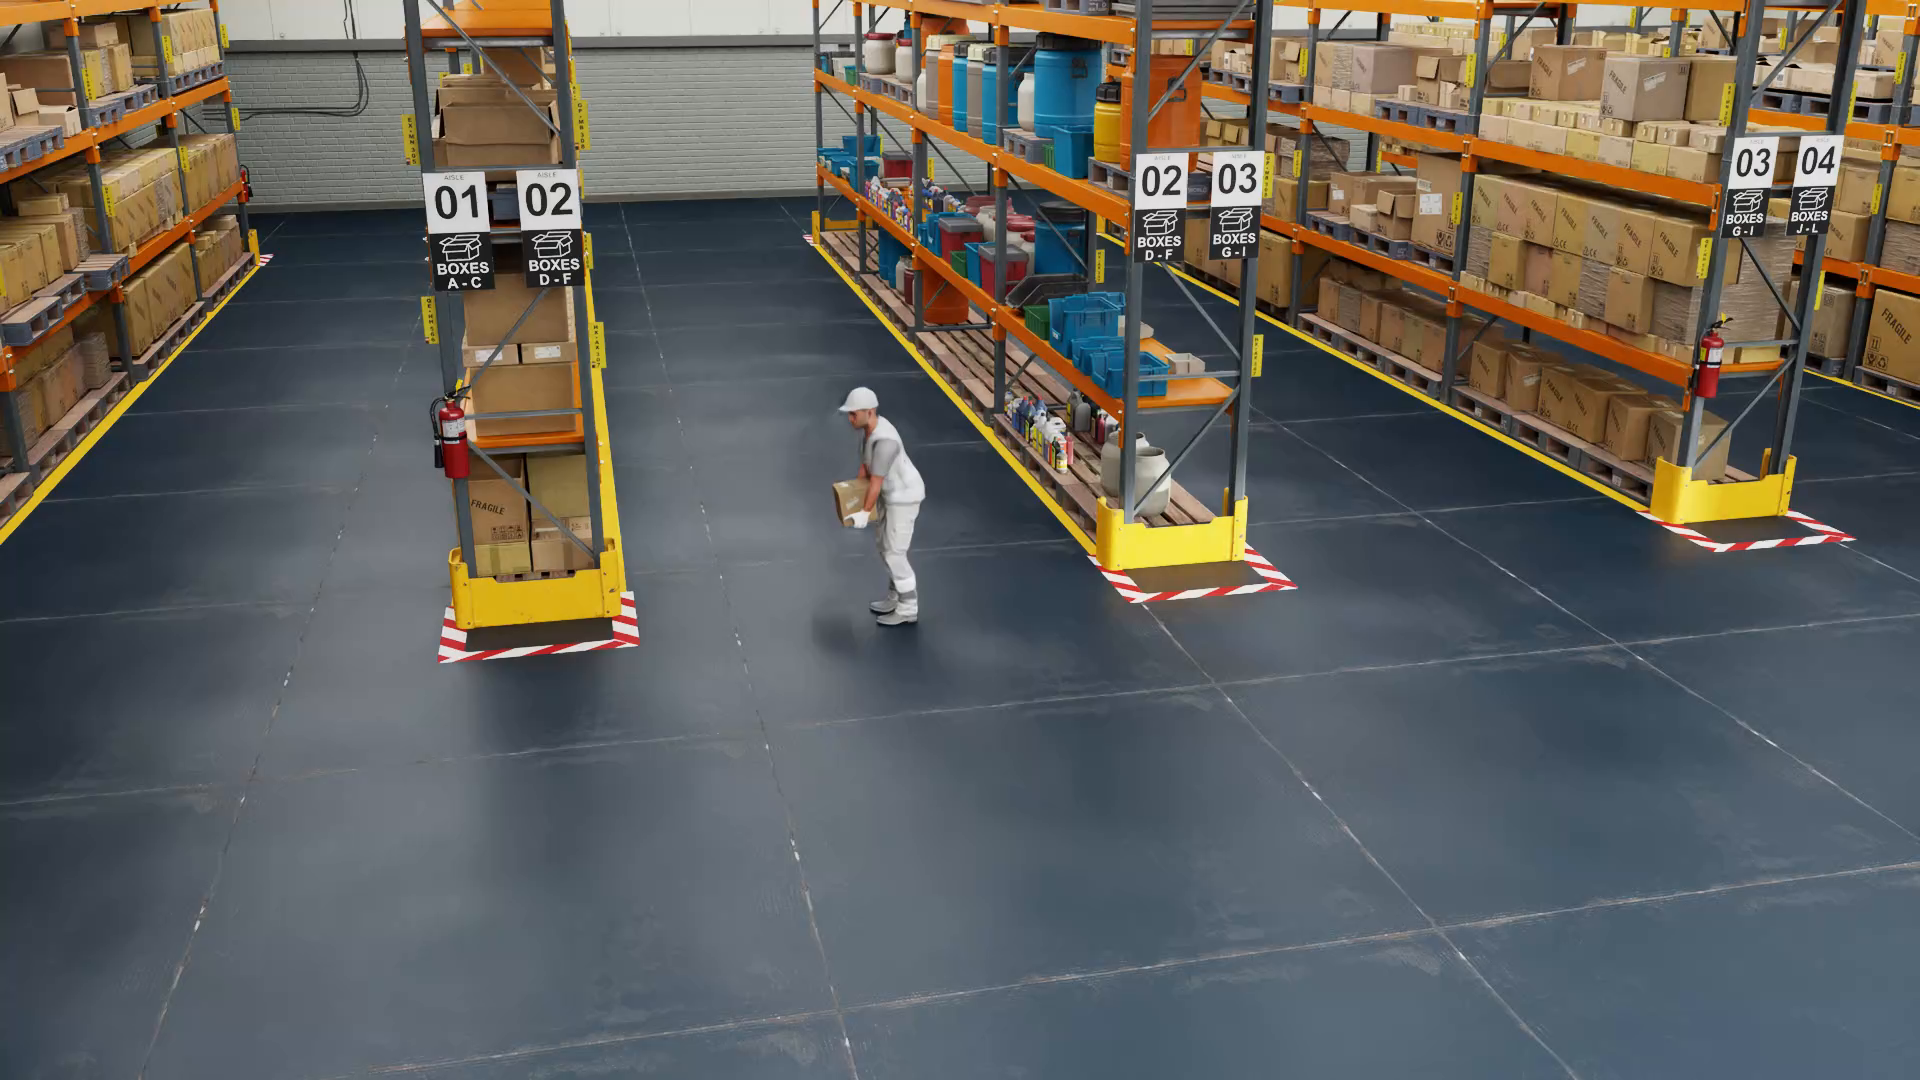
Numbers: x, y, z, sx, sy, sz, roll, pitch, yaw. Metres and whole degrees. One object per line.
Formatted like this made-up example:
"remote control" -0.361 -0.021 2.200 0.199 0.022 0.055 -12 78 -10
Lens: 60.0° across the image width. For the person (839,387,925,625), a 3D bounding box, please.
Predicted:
"person" -0.555 -0.250 11.837 0.604 1.724 0.486 -5 20 -13
